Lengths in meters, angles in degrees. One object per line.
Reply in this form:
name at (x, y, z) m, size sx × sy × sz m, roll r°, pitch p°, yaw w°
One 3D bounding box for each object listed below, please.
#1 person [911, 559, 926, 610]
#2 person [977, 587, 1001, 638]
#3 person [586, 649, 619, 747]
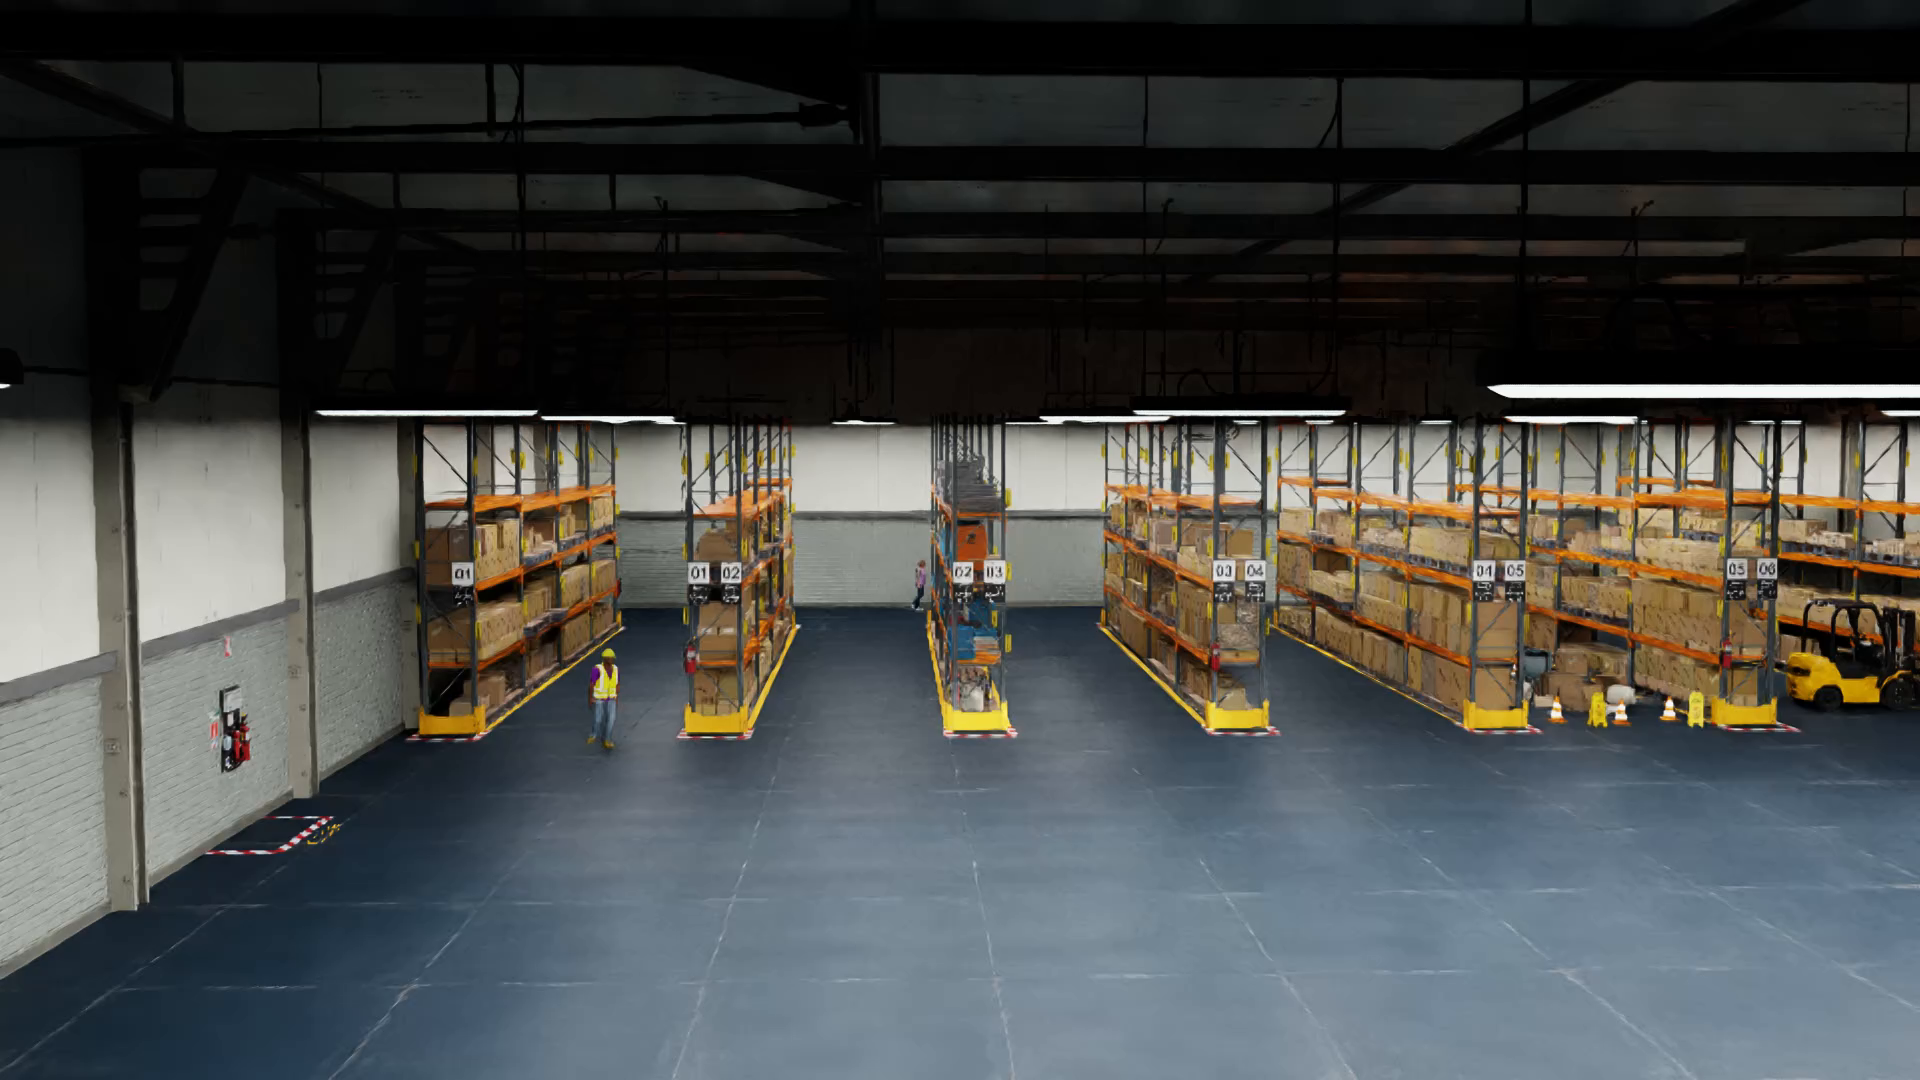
person at (-1.292, 1.401, 51.742) m, size 0.421 × 1.588 × 0.565 m, roll 2°, pitch 4°, yaw 26°
person at (0.667, 1.830, 44.870) m, size 0.691 × 1.669 × 0.798 m, roll -2°, pitch 4°, yaw -23°
person at (-6.400, 2.820, 29.832) m, size 0.611 × 1.754 × 0.579 m, roll -3°, pitch 5°, yaw -38°
